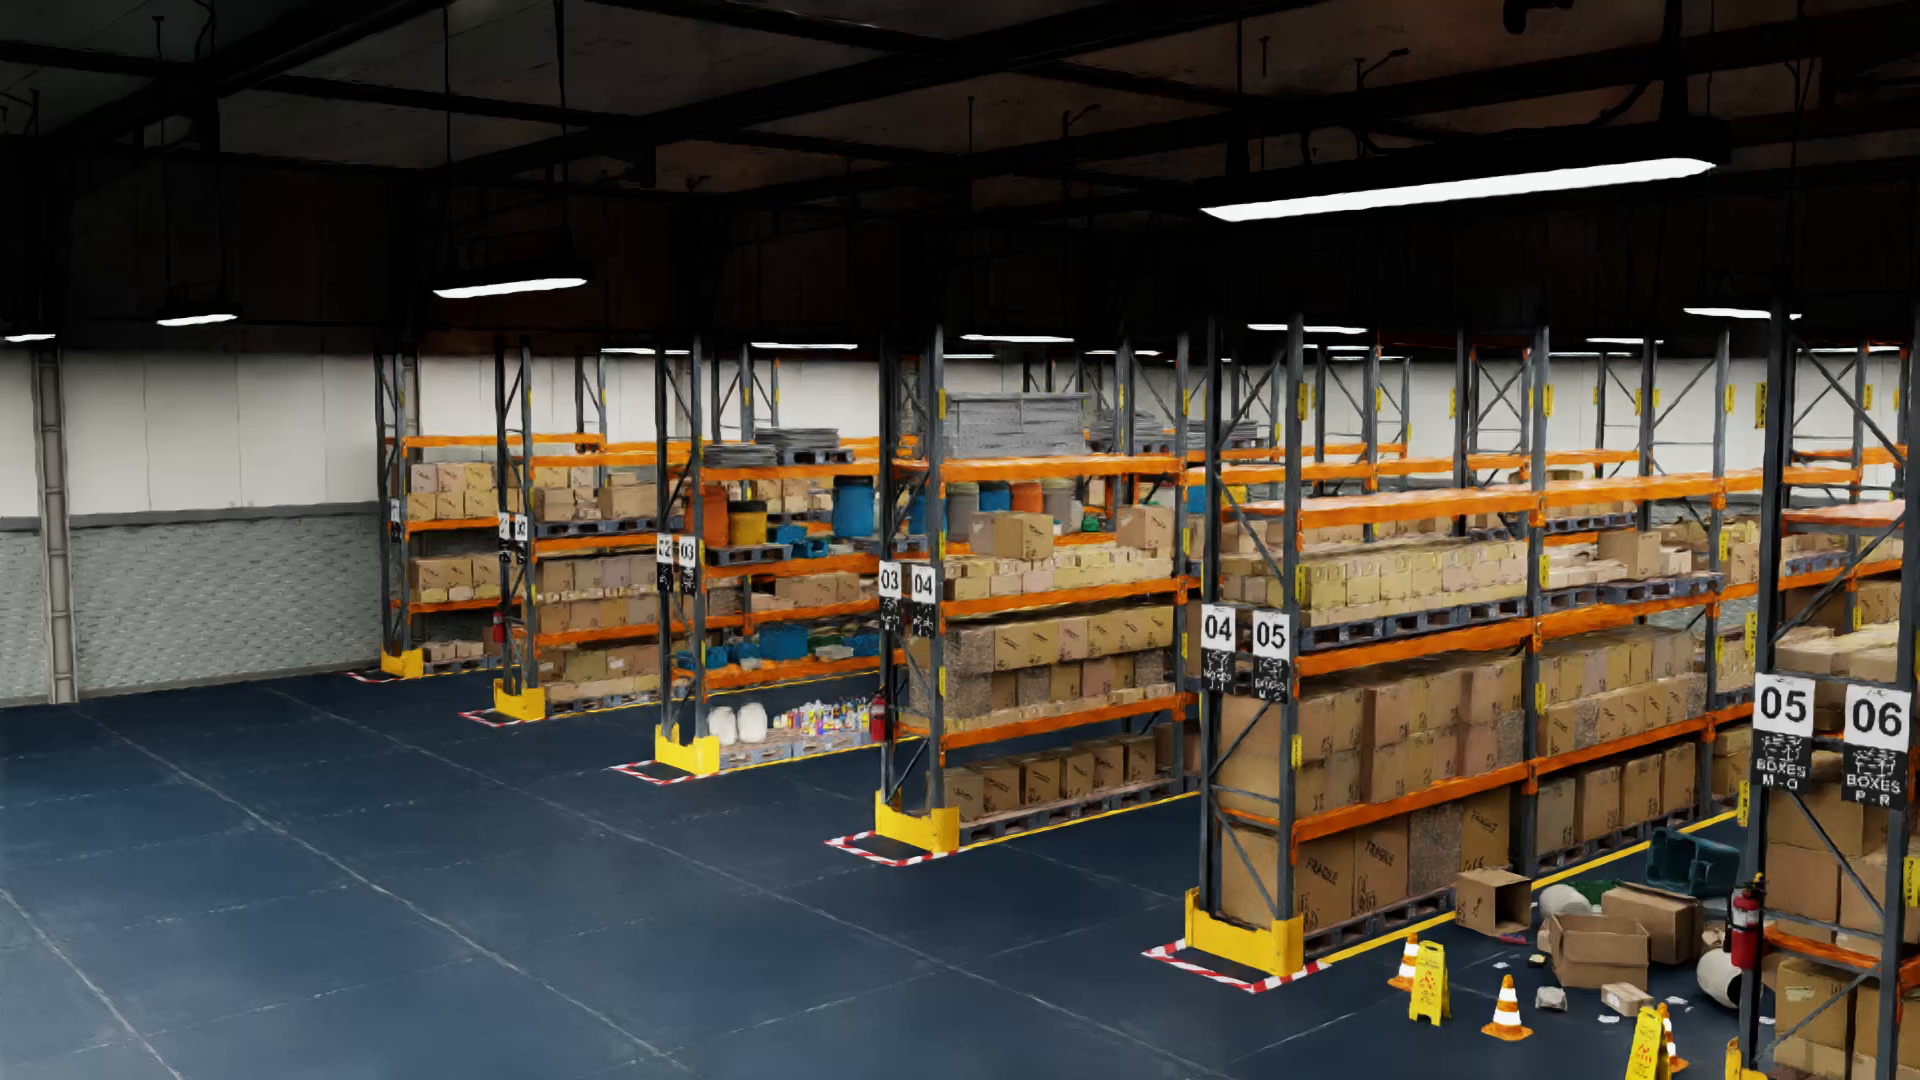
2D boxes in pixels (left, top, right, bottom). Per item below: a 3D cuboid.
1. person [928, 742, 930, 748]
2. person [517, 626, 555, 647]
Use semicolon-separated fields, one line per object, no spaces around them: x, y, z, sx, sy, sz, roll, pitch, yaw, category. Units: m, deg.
-0.206;2.152;23.761;0.454;1.679;0.538;2;6;24;person
-7.272;1.729;28.814;0.630;1.608;0.811;3;6;32;person
